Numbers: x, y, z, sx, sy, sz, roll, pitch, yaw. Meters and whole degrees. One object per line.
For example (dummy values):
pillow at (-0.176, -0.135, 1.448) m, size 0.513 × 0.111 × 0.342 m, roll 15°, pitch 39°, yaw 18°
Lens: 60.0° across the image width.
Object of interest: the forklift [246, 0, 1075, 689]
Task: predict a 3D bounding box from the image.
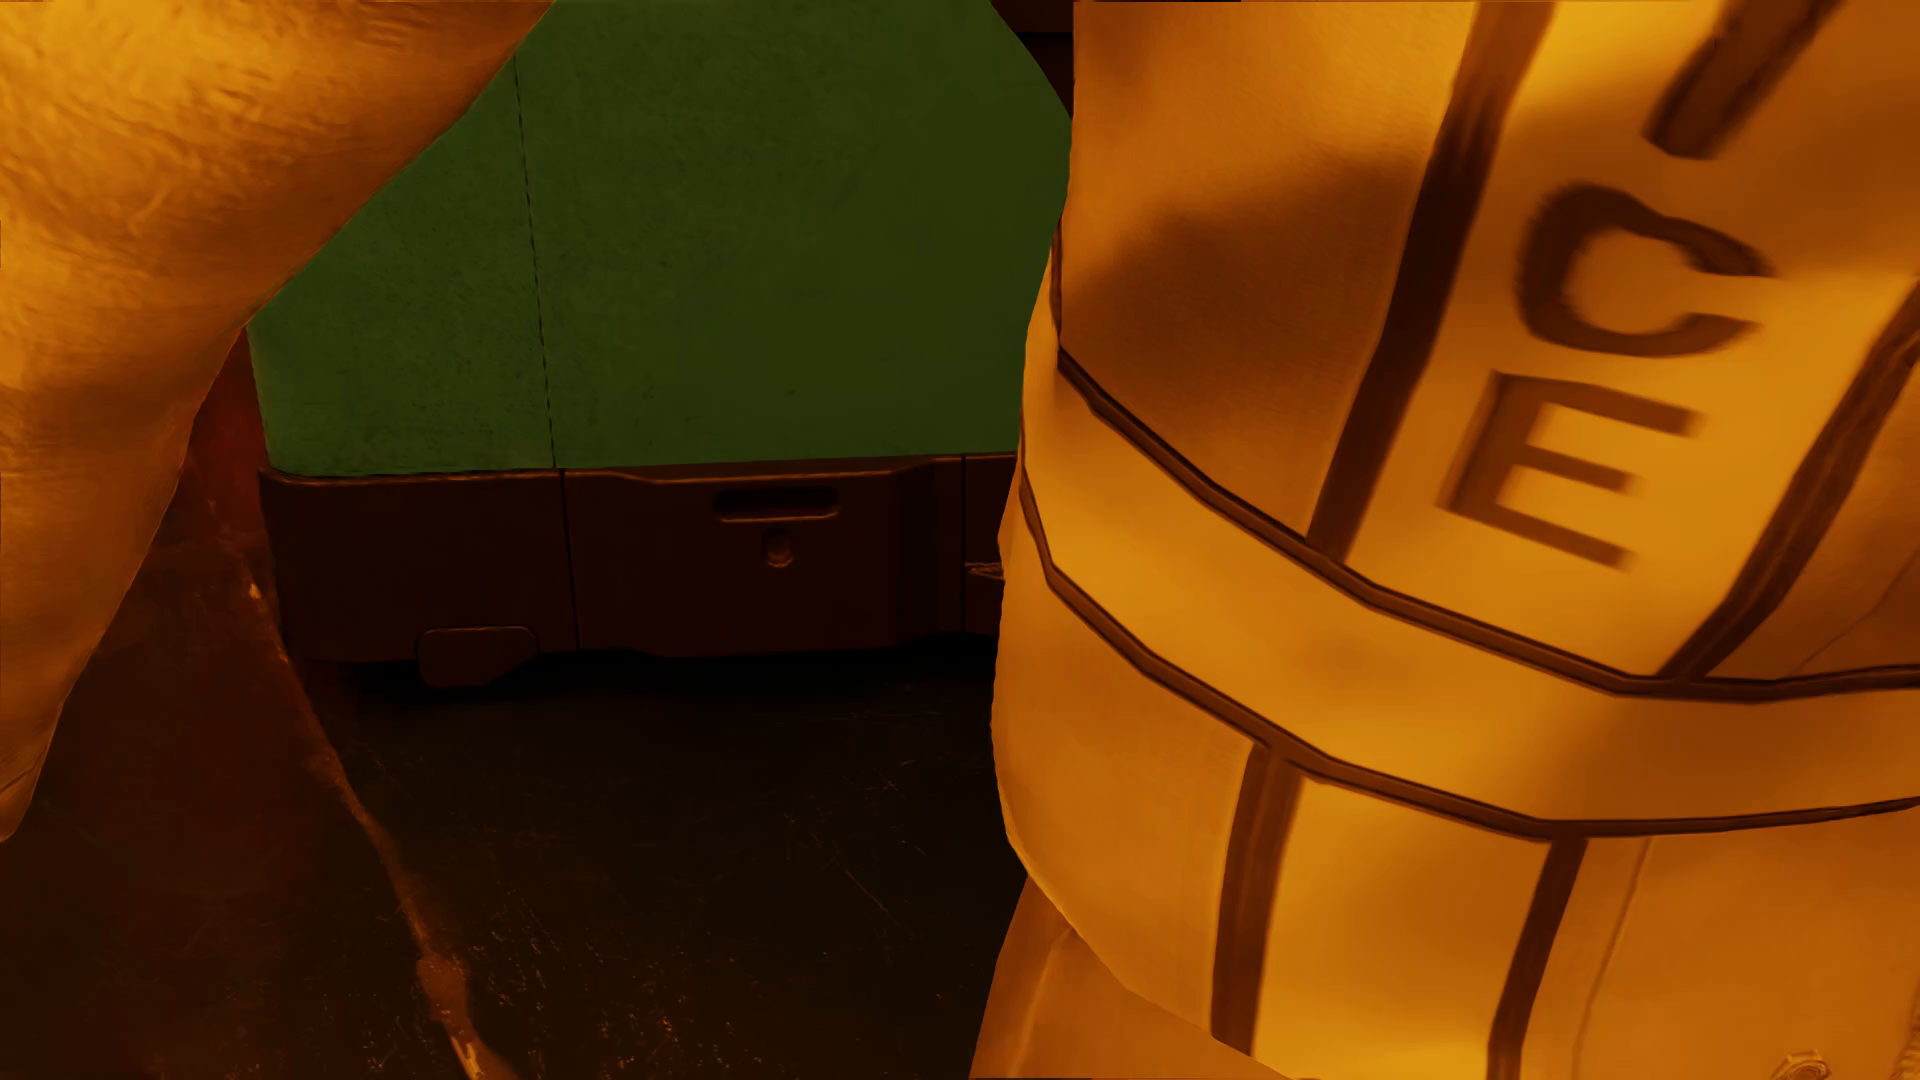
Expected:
forklift at (0.584, -1.397, 2.177) m, size 3.031 × 2.935 × 1.130 m, roll -3°, pitch 22°, yaw -6°
